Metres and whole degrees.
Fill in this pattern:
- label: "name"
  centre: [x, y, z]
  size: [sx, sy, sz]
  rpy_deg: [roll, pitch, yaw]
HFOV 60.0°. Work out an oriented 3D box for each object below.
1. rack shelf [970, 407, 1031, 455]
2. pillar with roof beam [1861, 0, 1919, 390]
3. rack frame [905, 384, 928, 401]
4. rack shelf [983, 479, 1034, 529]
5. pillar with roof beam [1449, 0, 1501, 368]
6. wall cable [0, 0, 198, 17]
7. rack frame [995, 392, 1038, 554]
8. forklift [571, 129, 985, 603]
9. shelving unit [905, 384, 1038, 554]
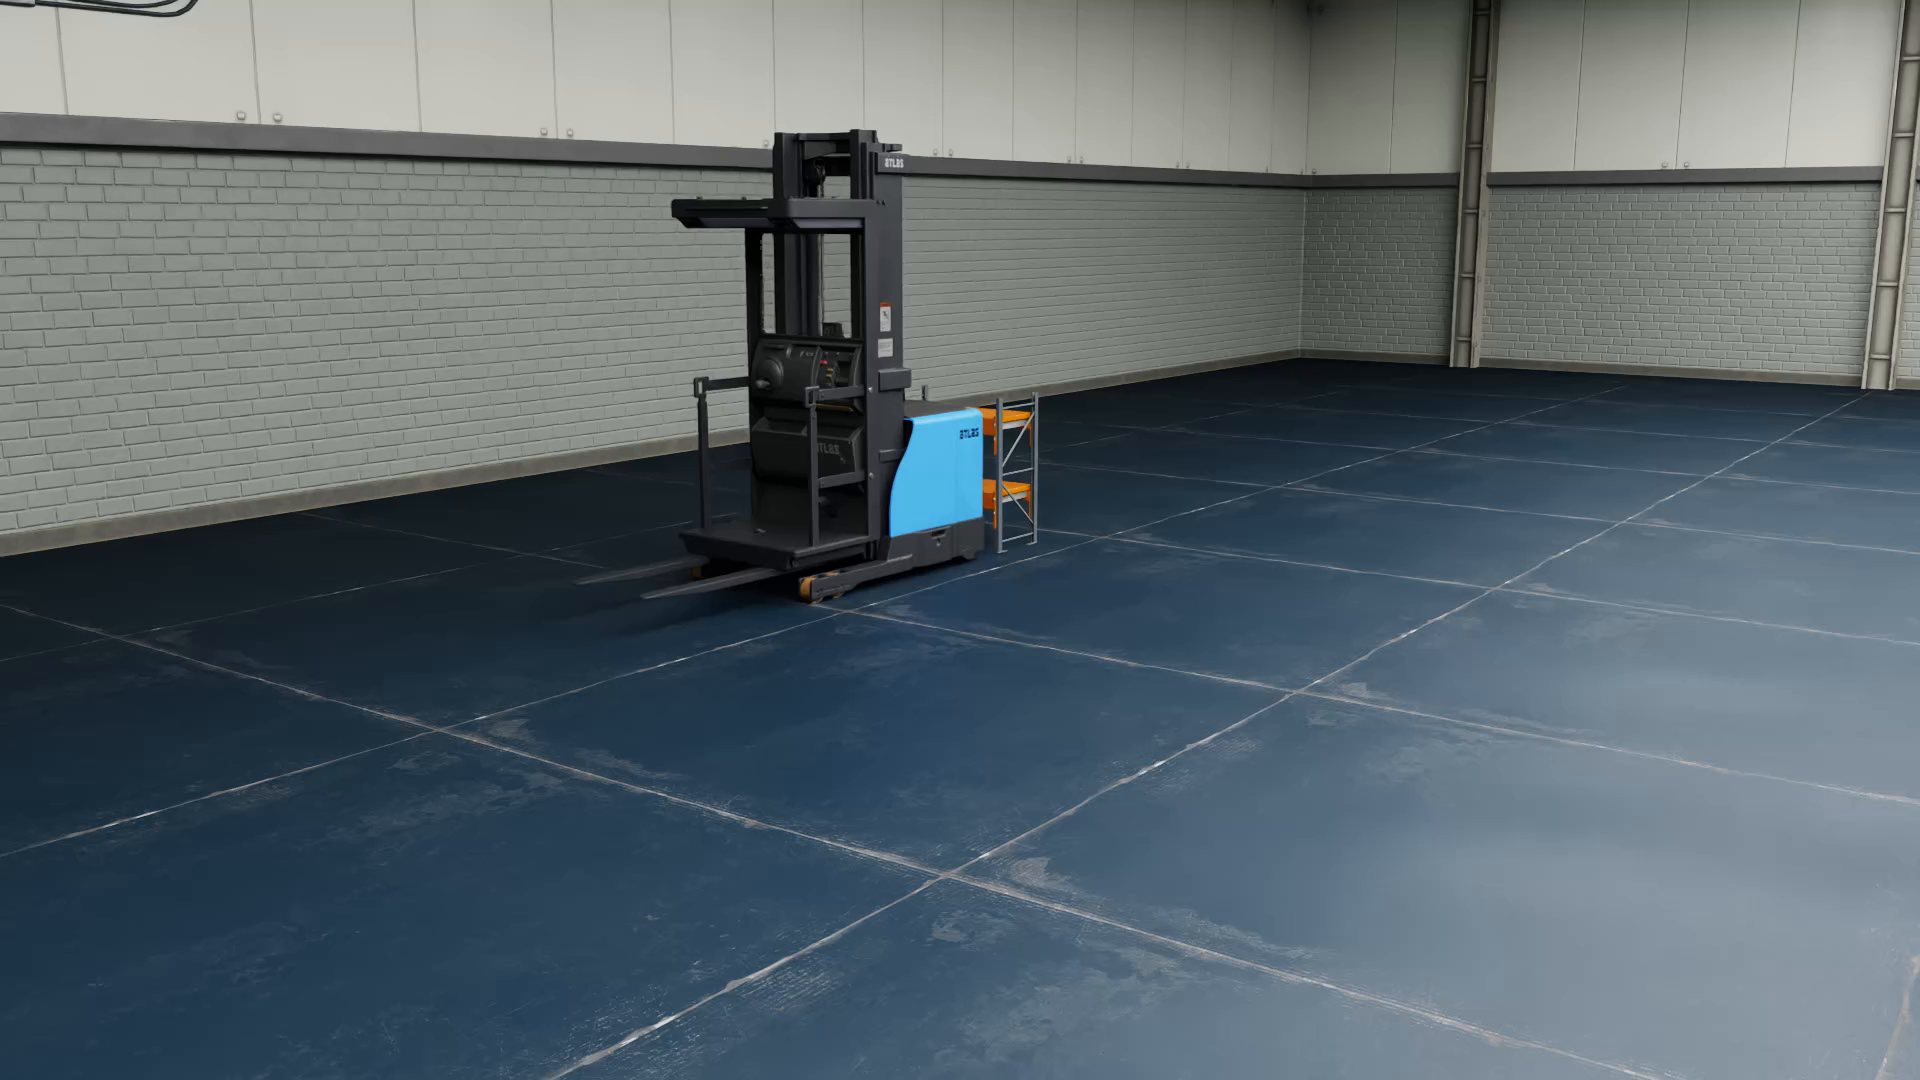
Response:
- label: "rack shelf"
  centre: [0.005, -0.839, 12.363]
  size: [1.000, 0.278, 0.538]
  rpy_deg: [8, 13, 36]
- label: "pillar with roof beam"
  centre: [10.529, -5.917, 19.424]
  size: [0.400, 9.000, 9.100]
  rpy_deg: [8, 13, 36]
- label: "rack frame"
  centre: [-0.404, -0.609, 12.714]
  size: [0.032, 1.125, 0.500]
  rpy_deg: [8, 13, 36]
- label: "rack shelf"
  centre: [0.005, -0.311, 12.465]
  size: [1.000, 0.278, 0.538]
  rpy_deg: [8, 13, 36]
- label: "pillar with roof beam"
  centre: [5.693, -6.592, 22.910]
  size: [0.400, 9.000, 9.100]
  rpy_deg: [8, 13, 36]
- label: "wall cable"
  centre: [-6.363, -6.083, 11.329]
  size: [0.169, 6.003, 2.305]
  rpy_deg: [8, 13, 36]
- label: "rack frame"
  centre: [0.415, -0.494, 12.124]
  size: [0.032, 1.125, 0.500]
  rpy_deg: [8, 13, 36]
- label: "forklift"
  centre: [-1.138, -1.147, 10.740]
  size: [1.130, 2.935, 3.031]
  rpy_deg: [9, 14, 38]
- label: "shelving unit"
  centre: [0.005, -0.552, 12.419]
  size: [1.048, 1.125, 0.538]
  rpy_deg: [8, 13, 36]
